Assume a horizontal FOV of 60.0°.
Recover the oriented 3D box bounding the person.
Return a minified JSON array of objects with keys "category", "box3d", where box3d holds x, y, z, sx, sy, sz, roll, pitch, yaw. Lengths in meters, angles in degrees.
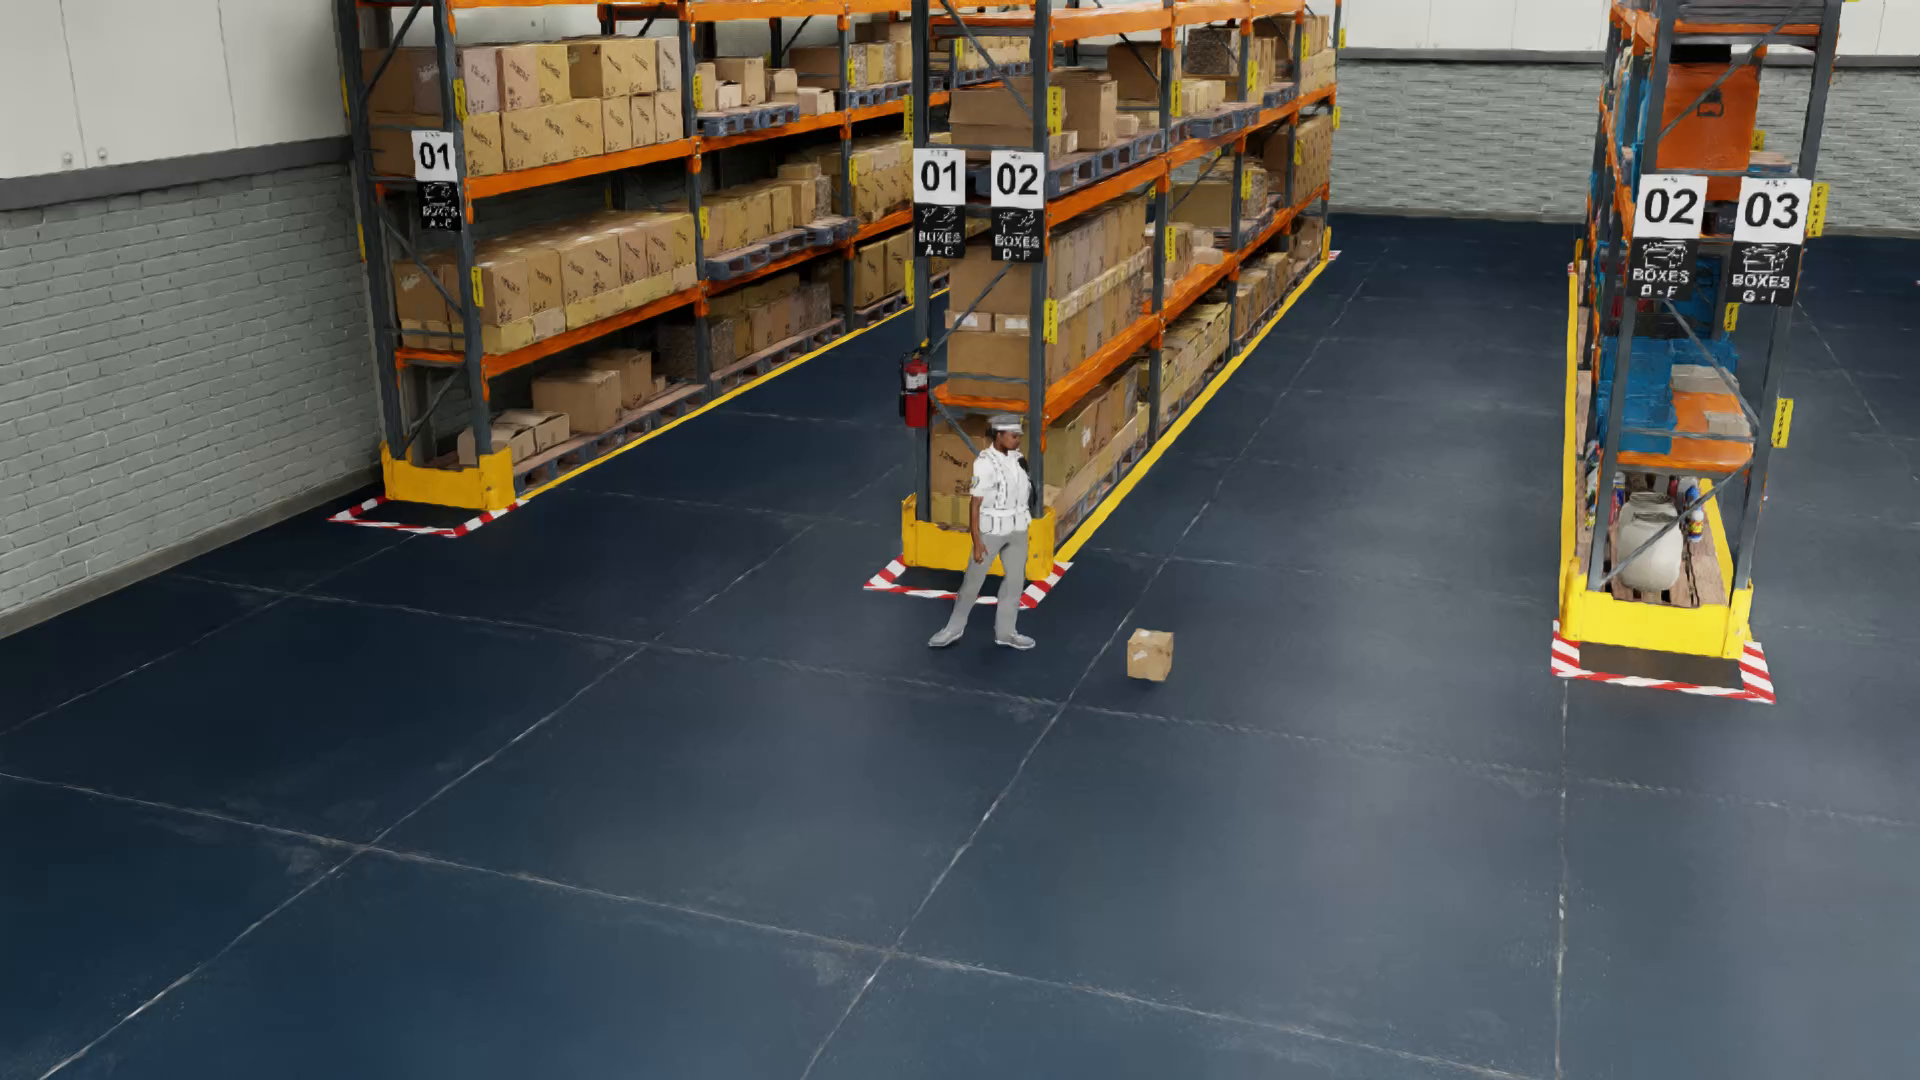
[{"category":"person","box3d":[0.156,-0.039,11.190,0.665,1.654,0.483,-13,23,-33]}]
